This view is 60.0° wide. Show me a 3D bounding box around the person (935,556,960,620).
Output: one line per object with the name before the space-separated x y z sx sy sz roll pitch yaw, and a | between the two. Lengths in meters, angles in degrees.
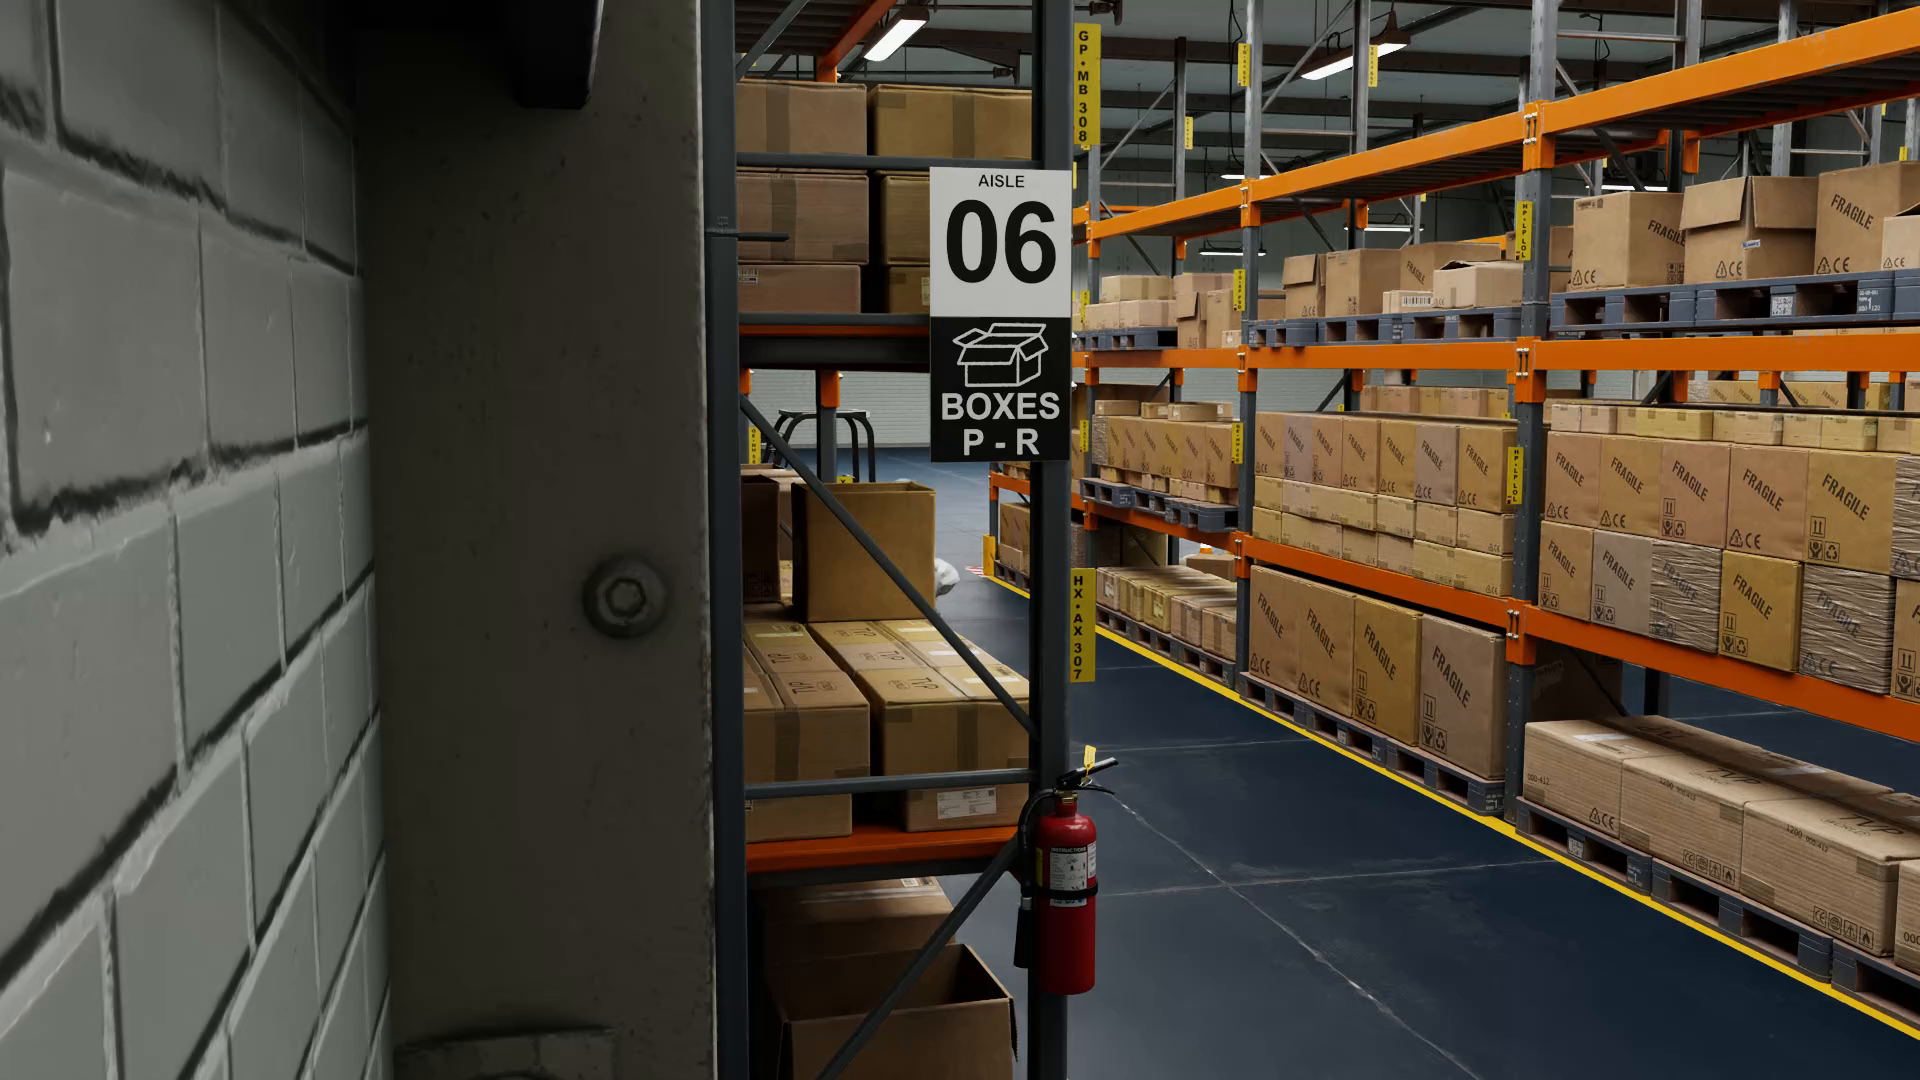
person | -0.484 0.519 17.070 0.961 0.834 0.552 -2 6 -15
